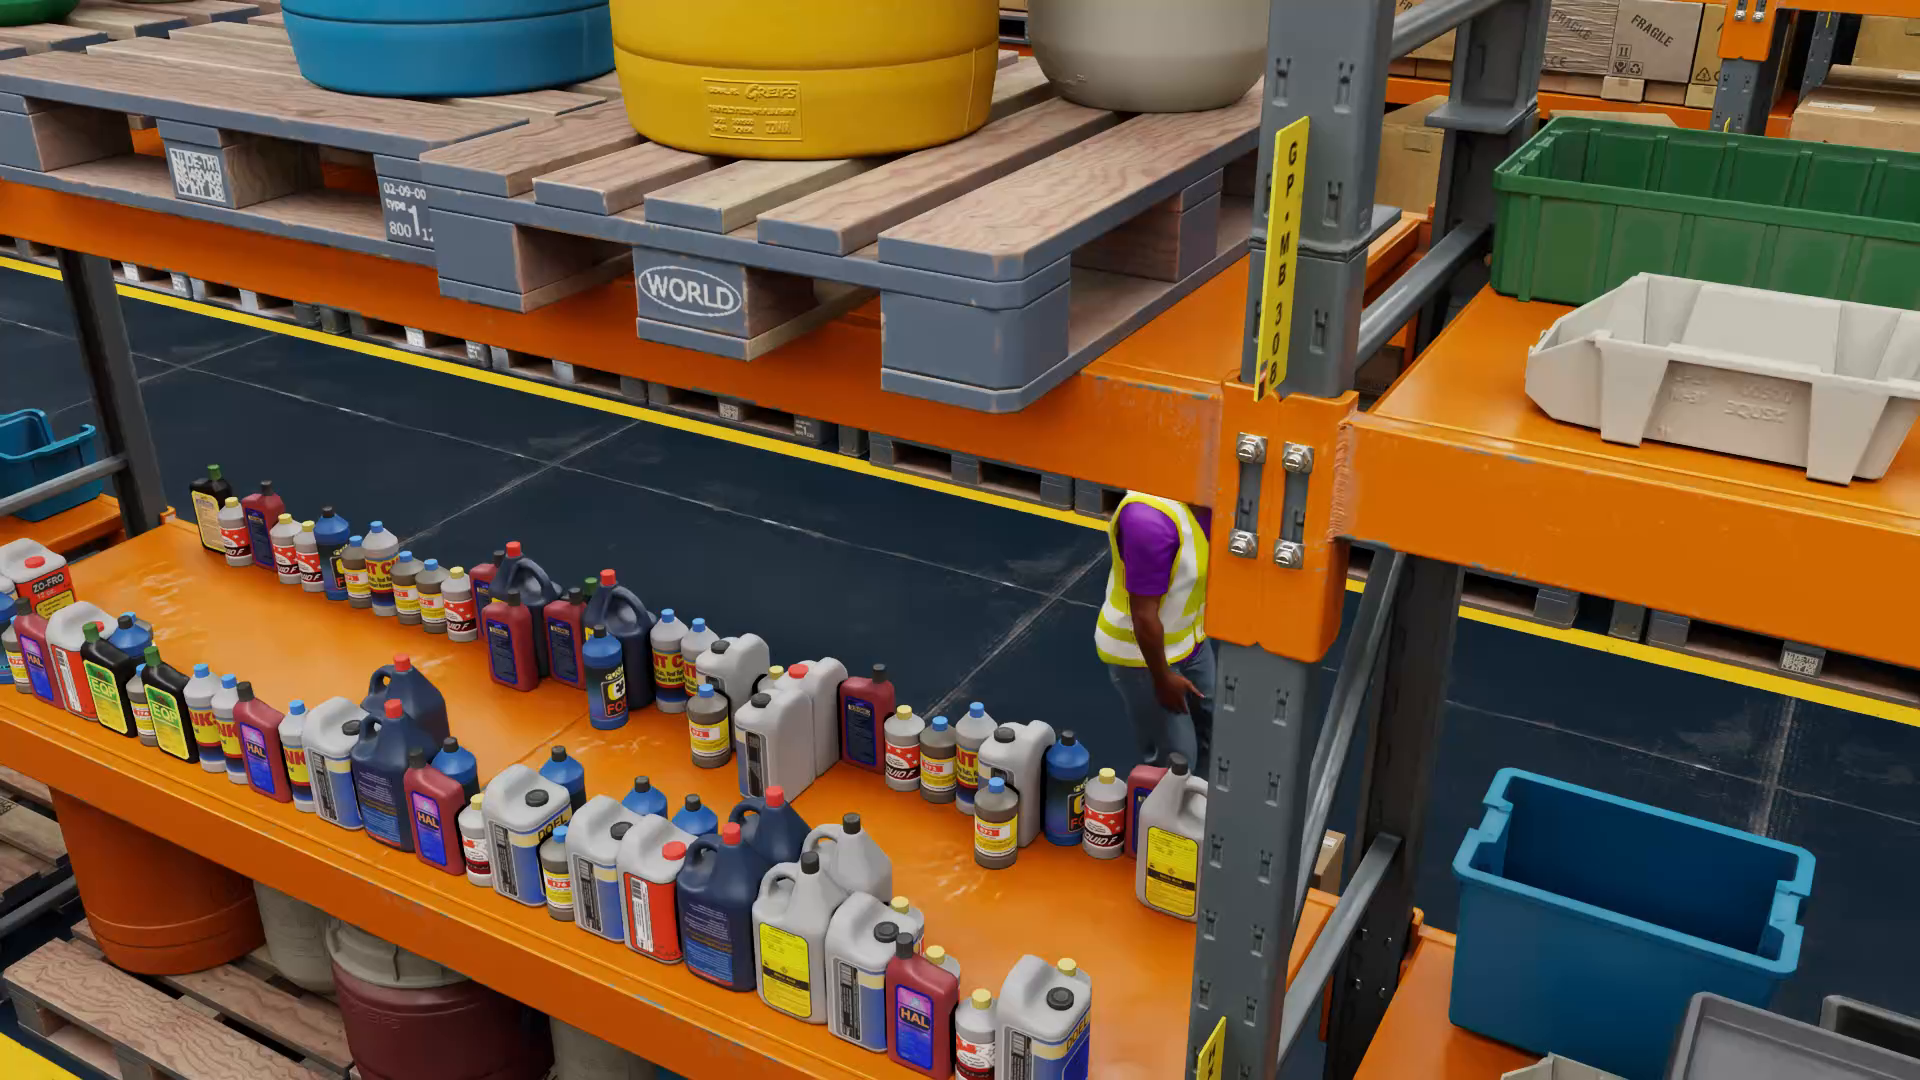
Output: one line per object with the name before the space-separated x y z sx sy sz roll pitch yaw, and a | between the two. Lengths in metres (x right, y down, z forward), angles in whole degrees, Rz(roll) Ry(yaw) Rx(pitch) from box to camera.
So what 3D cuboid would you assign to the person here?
person | 0.714 0.348 5.455 0.472 1.707 0.595 15 30 27
